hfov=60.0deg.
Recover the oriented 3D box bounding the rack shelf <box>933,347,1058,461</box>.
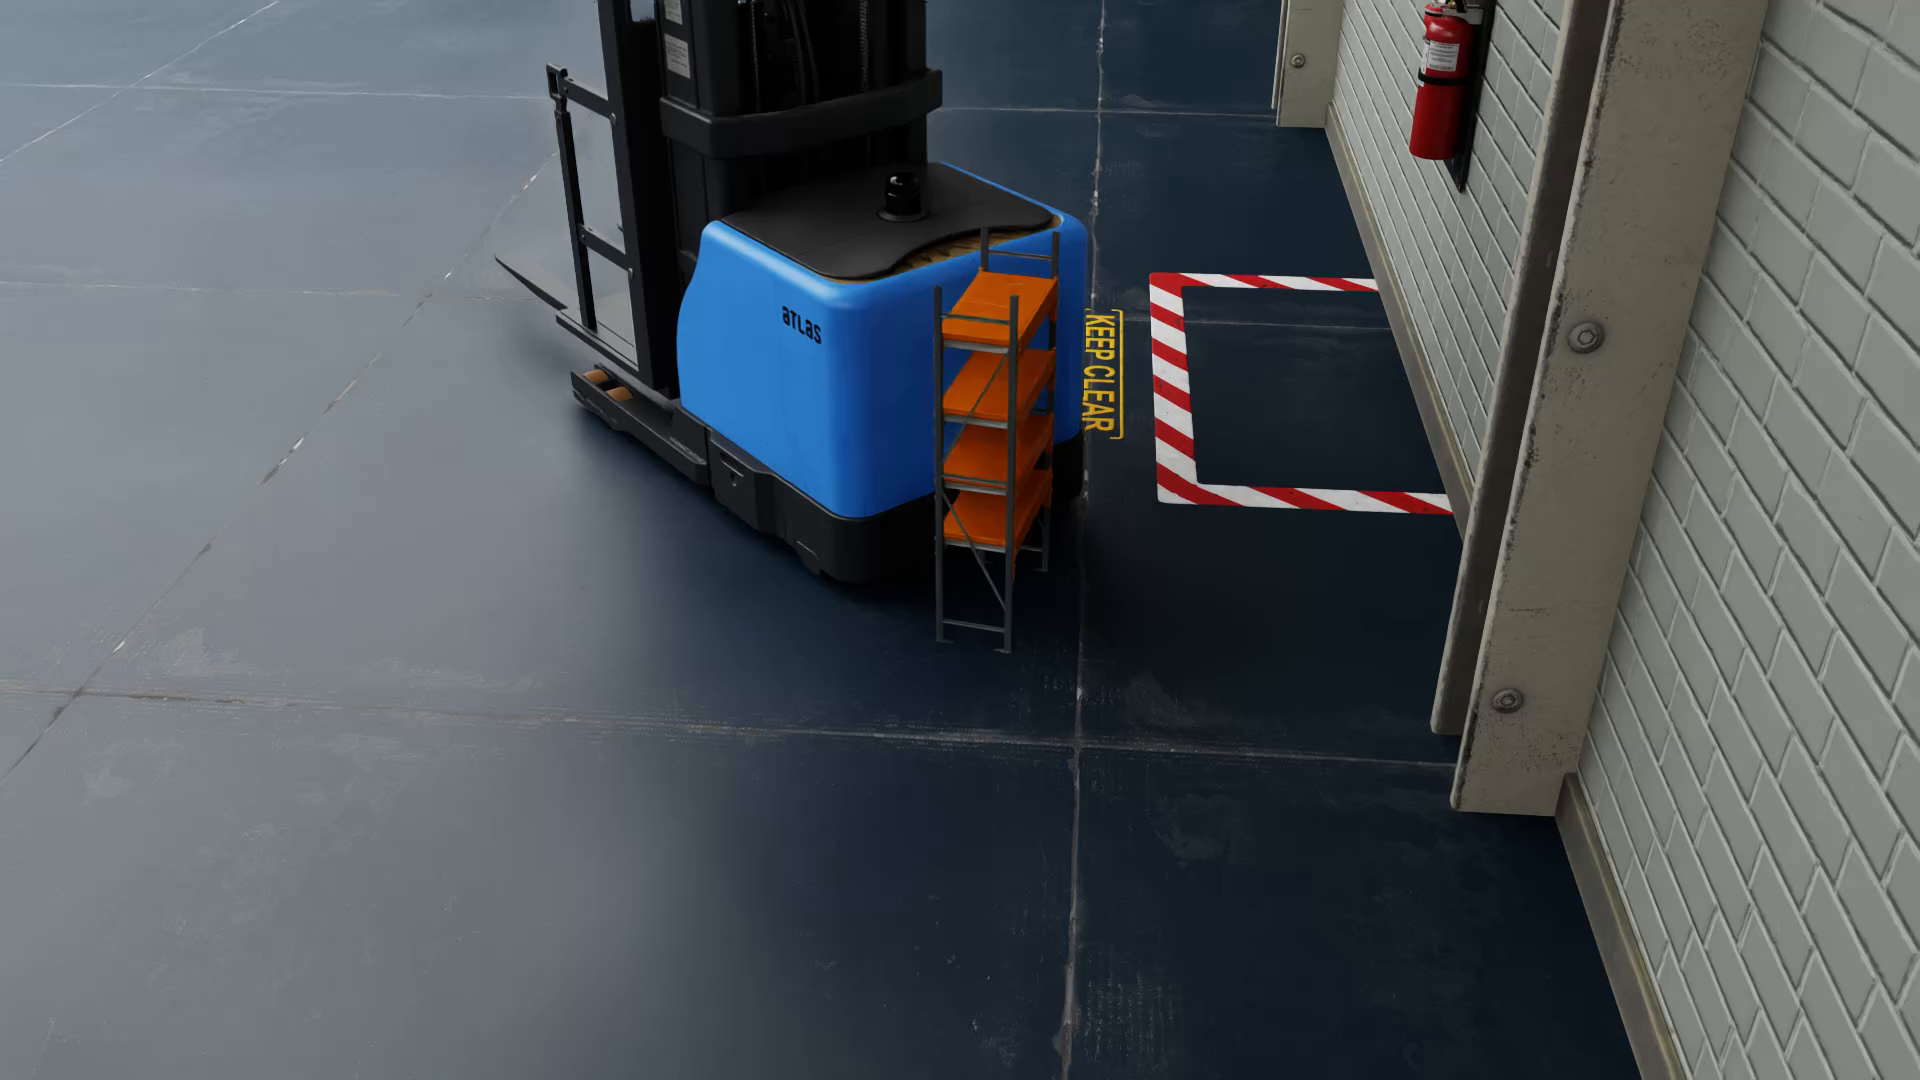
[{"bbox_3d":[0.112,-0.430,5.007,0.258,0.148,0.480,9,33,14],"label":"rack shelf"}]

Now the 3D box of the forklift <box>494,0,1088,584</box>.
[{"bbox_3d":[-0.873,-1.815,5.902,1.130,2.935,3.031,-22,38,-32],"label":"forklift"}]

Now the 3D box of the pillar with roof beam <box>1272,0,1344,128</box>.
[{"bbox_3d":[-2.284,-6.509,7.735,9.100,9.000,0.400,2,32,4],"label":"pillar with roof beam"}]

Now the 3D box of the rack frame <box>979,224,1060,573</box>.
[{"bbox_3d":[0.180,-0.420,5.288,0.240,1.200,0.015,9,33,14],"label":"rack frame"}]

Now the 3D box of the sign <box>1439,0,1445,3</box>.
[{"bbox_3d":[1.905,-2.225,6.467,0.001,0.329,0.234,2,32,4],"label":"sign"}]

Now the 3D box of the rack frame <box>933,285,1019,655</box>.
[{"bbox_3d":[0.044,-0.174,4.889,0.240,1.200,0.015,9,33,14],"label":"rack frame"}]

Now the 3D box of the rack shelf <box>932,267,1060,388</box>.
[{"bbox_3d":[0.112,-0.632,4.882,0.258,0.148,0.480,9,33,14],"label":"rack shelf"}]

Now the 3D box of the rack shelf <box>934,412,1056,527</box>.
[{"bbox_3d":[0.112,-0.240,5.124,0.258,0.148,0.480,9,33,14],"label":"rack shelf"}]

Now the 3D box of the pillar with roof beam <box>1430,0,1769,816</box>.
[{"bbox_3d":[-2.772,-3.372,2.644,9.100,9.000,0.400,2,32,4],"label":"pillar with roof beam"}]

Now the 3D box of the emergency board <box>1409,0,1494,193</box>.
[{"bbox_3d":[1.758,-1.925,6.014,0.194,1.169,0.643,2,32,4],"label":"emergency board"}]

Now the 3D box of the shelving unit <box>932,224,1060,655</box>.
[{"bbox_3d":[0.112,-0.297,5.089,0.258,1.200,0.503,9,33,14],"label":"shelving unit"}]

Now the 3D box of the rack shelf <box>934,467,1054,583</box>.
[{"bbox_3d":[0.112,-0.071,5.228,0.258,0.148,0.480,9,33,14],"label":"rack shelf"}]
